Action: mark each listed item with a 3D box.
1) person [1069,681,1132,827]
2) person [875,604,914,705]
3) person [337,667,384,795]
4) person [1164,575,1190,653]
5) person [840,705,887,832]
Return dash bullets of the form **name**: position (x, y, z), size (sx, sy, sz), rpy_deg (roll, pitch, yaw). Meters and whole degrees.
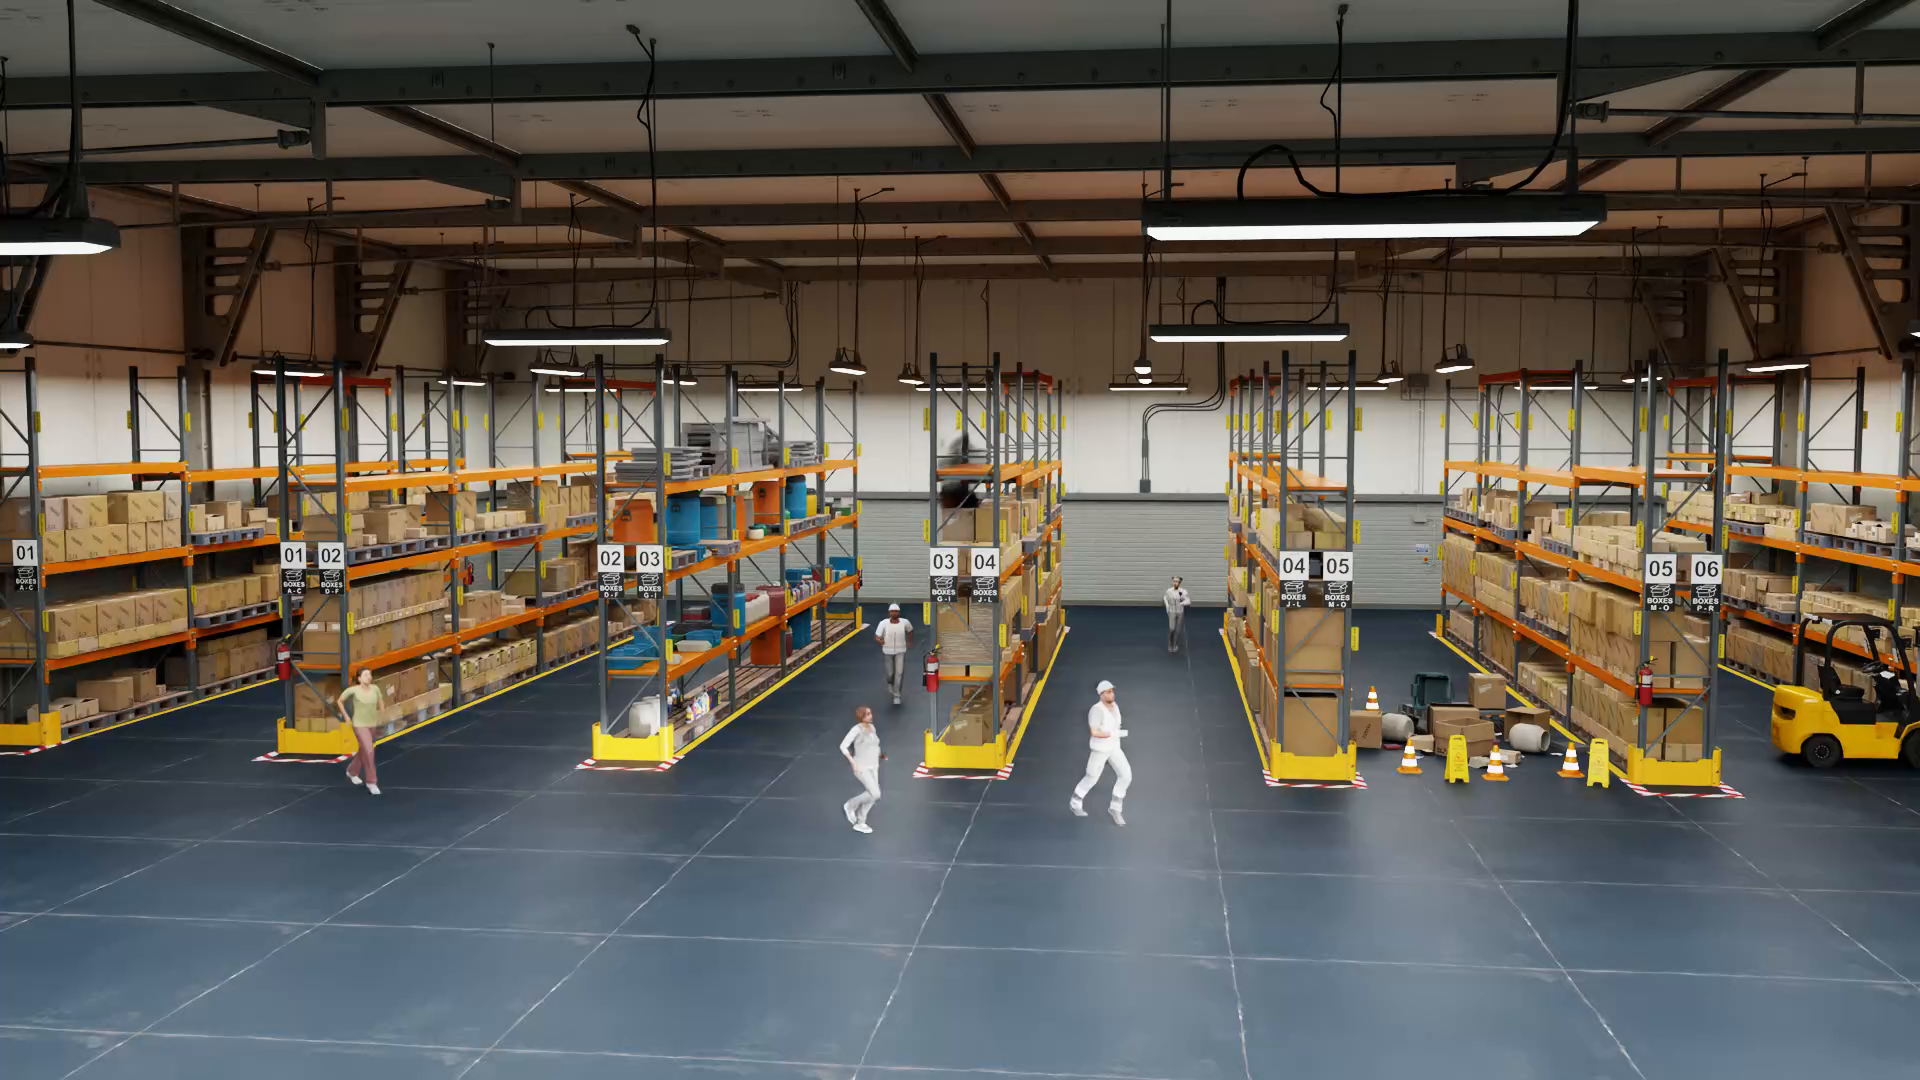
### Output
- **person**: position (1.799, 2.644, 20.733), size (0.673, 1.818, 0.910), rpy_deg (-4, 6, -43)
- **person**: position (-1.170, 2.013, 29.691), size (0.700, 1.762, 0.956), rpy_deg (0, 4, -4)
- **person**: position (-8.114, 2.563, 22.658), size (0.839, 1.703, 0.569), rpy_deg (3, 5, 34)
- **person**: position (4.710, 1.616, 36.122), size (0.584, 1.710, 0.667), rpy_deg (1, 4, 10)
- **person**: position (-1.136, 2.794, 20.261), size (0.537, 1.558, 0.530), rpy_deg (3, 5, 33)
